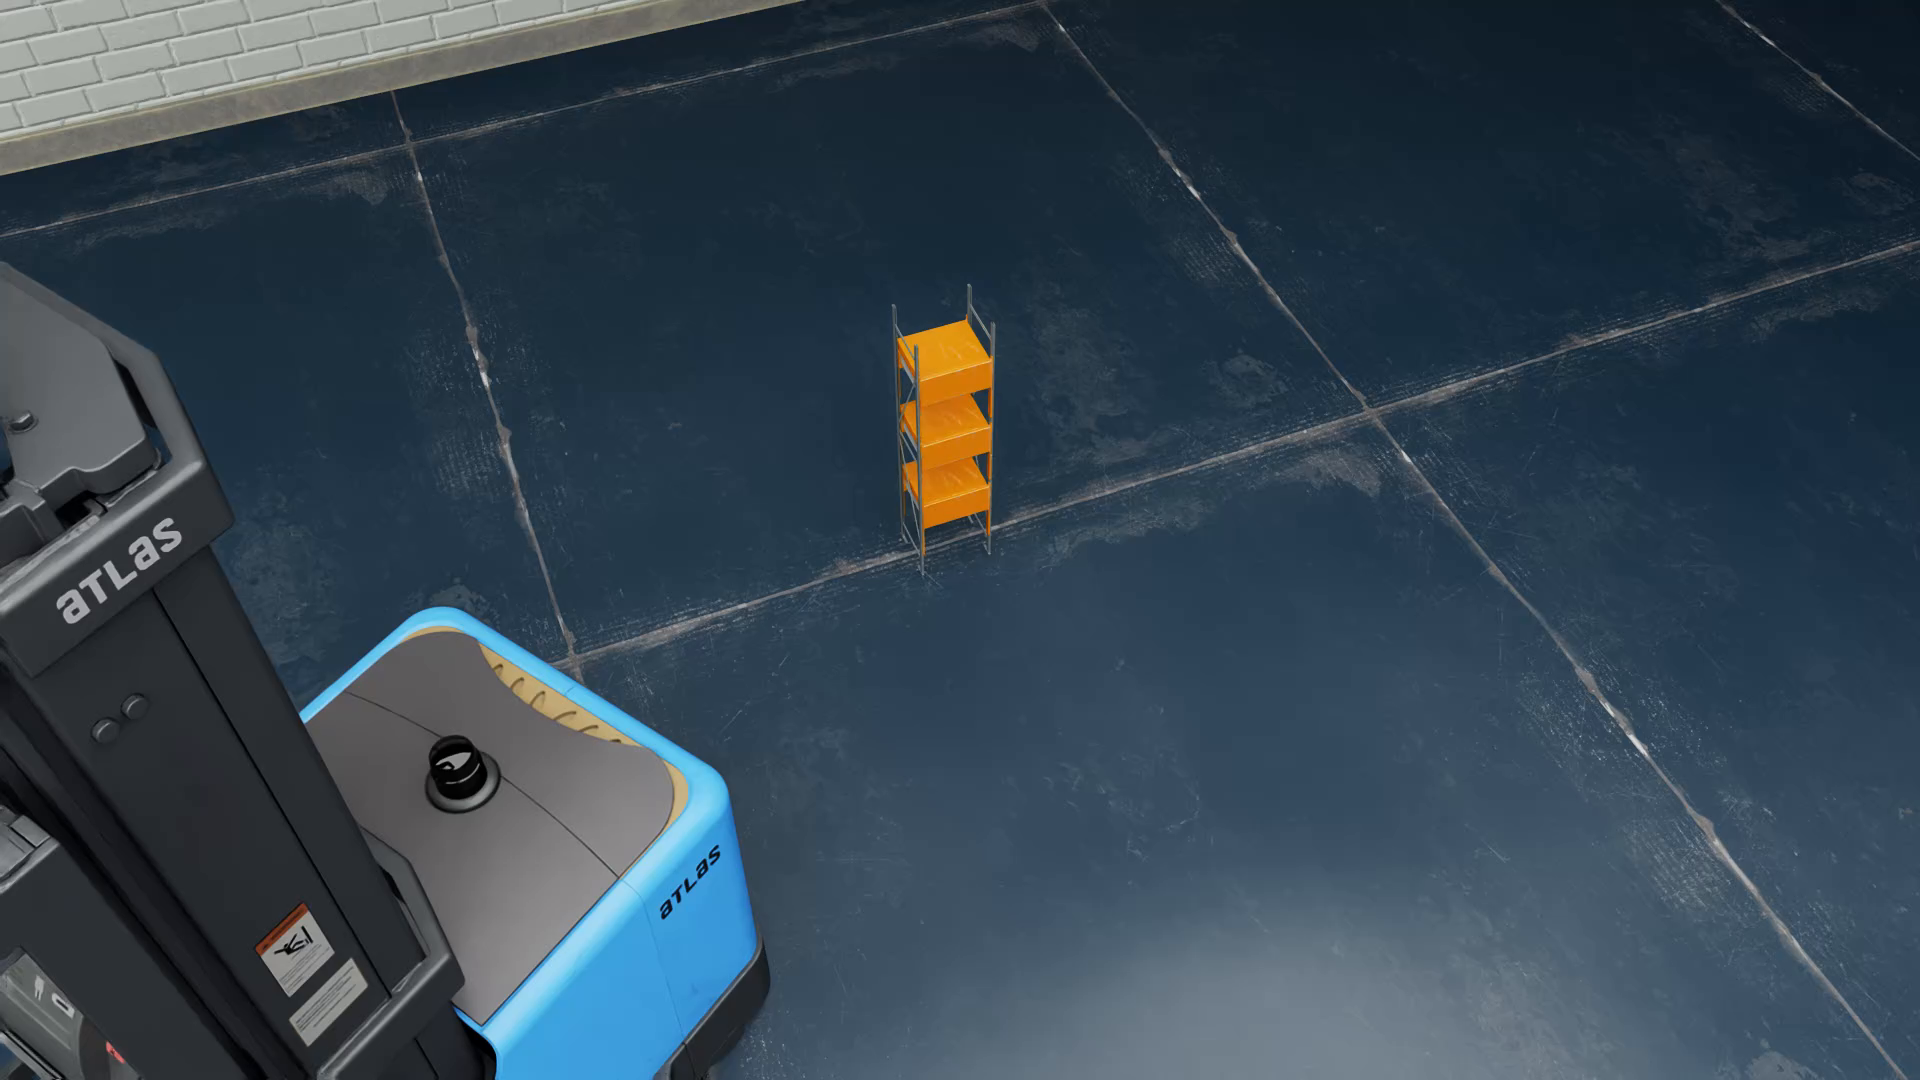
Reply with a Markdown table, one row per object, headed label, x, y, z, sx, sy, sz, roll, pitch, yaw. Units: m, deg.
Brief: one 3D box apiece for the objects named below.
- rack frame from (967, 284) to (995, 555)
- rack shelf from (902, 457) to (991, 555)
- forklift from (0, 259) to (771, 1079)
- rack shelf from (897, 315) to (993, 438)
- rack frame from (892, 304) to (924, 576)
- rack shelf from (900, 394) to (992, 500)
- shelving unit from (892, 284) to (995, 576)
| label | x | y | z | sx | sy | sz | roll | pitch | yaw |
| --- | --- | --- | --- | --- | --- | --- | --- | --- | --- |
| rack frame | 0.063 | -0.362 | 5.369 | 0.008 | 1.050 | 0.200 | -17 | 52 | -14 |
| rack shelf | -0.050 | -0.139 | 5.557 | 0.240 | 0.259 | 0.215 | -17 | 52 | -14 |
| forklift | -1.775 | 1.016 | 2.945 | 1.130 | 2.935 | 3.031 | 28 | 55 | 22 |
| rack shelf | -0.050 | -0.505 | 5.131 | 0.240 | 0.259 | 0.215 | -17 | 52 | -14 |
| rack frame | -0.162 | -0.292 | 5.308 | 0.008 | 1.050 | 0.200 | -17 | 52 | -14 |
| rack shelf | -0.050 | -0.320 | 5.347 | 0.240 | 0.259 | 0.215 | -17 | 52 | -14 |
| shelving unit | -0.050 | -0.327 | 5.339 | 0.252 | 1.050 | 0.215 | -17 | 52 | -14 |
